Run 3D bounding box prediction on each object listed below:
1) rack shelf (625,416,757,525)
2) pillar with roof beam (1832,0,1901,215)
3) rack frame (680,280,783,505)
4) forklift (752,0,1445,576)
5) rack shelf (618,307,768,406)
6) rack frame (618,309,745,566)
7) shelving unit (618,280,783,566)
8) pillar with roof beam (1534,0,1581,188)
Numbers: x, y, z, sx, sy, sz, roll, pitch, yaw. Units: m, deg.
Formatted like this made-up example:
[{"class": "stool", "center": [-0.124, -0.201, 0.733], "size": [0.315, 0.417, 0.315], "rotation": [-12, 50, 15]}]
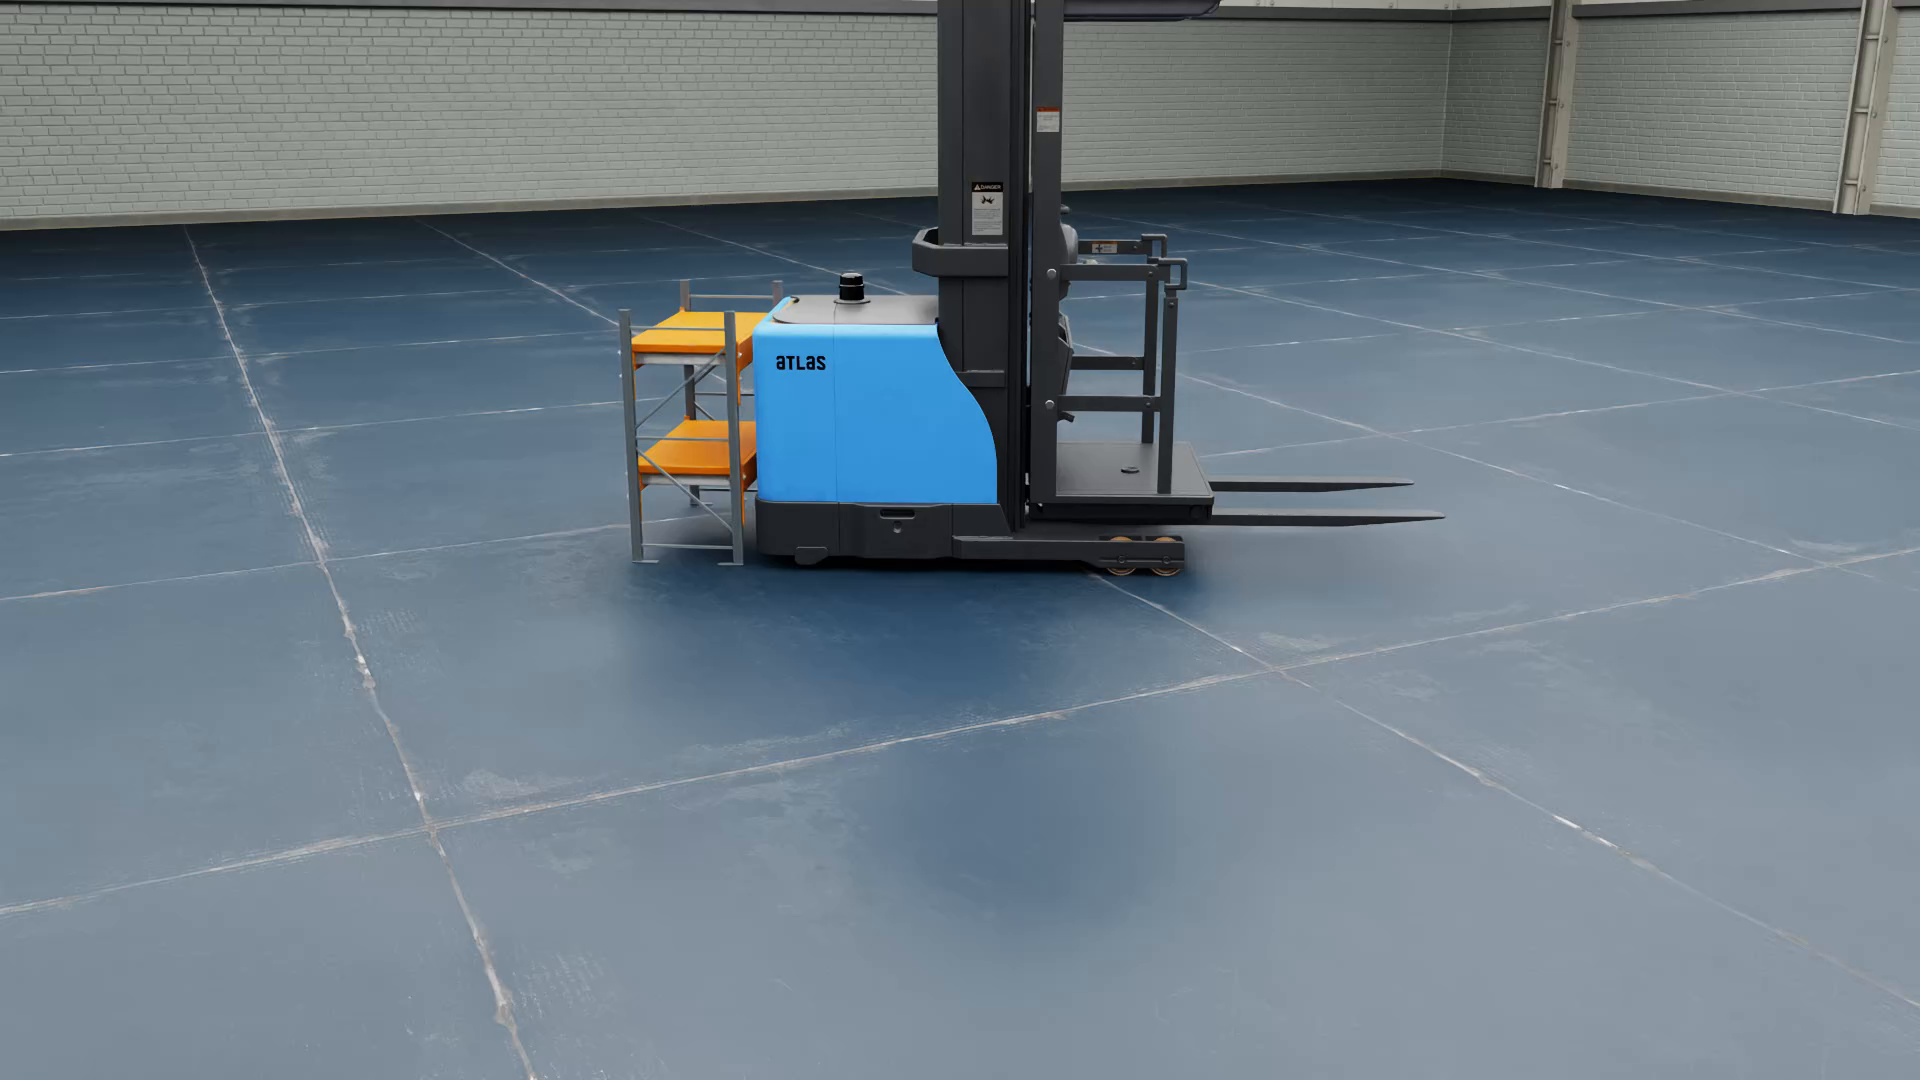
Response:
[{"class": "rack shelf", "center": [-1.157, -0.341, 7.785], "size": [0.538, 0.278, 1.000], "rotation": [2, 16, 5]}, {"class": "pillar with roof beam", "center": [9.281, -8.623, 21.484], "size": [9.100, 9.000, 0.400], "rotation": [-8, 18, -25]}, {"class": "rack frame", "center": [-1.107, -0.715, 8.204], "size": [0.500, 1.125, 0.032], "rotation": [2, 16, 5]}, {"class": "forklift", "center": [0.630, -1.403, 7.324], "size": [3.031, 2.935, 1.130], "rotation": [1, 16, 2]}, {"class": "rack shelf", "center": [-1.157, -0.857, 7.637], "size": [0.538, 0.278, 1.000], "rotation": [2, 16, 5]}, {"class": "rack frame", "center": [-1.206, -0.436, 7.231], "size": [0.500, 1.125, 0.032], "rotation": [2, 16, 5]}, {"class": "shelving unit", "center": [-1.157, -0.576, 7.717], "size": [0.538, 1.125, 1.048], "rotation": [2, 16, 5]}, {"class": "pillar with roof beam", "center": [6.653, -10.111, 26.669], "size": [9.100, 9.000, 0.400], "rotation": [-8, 18, -25]}]
